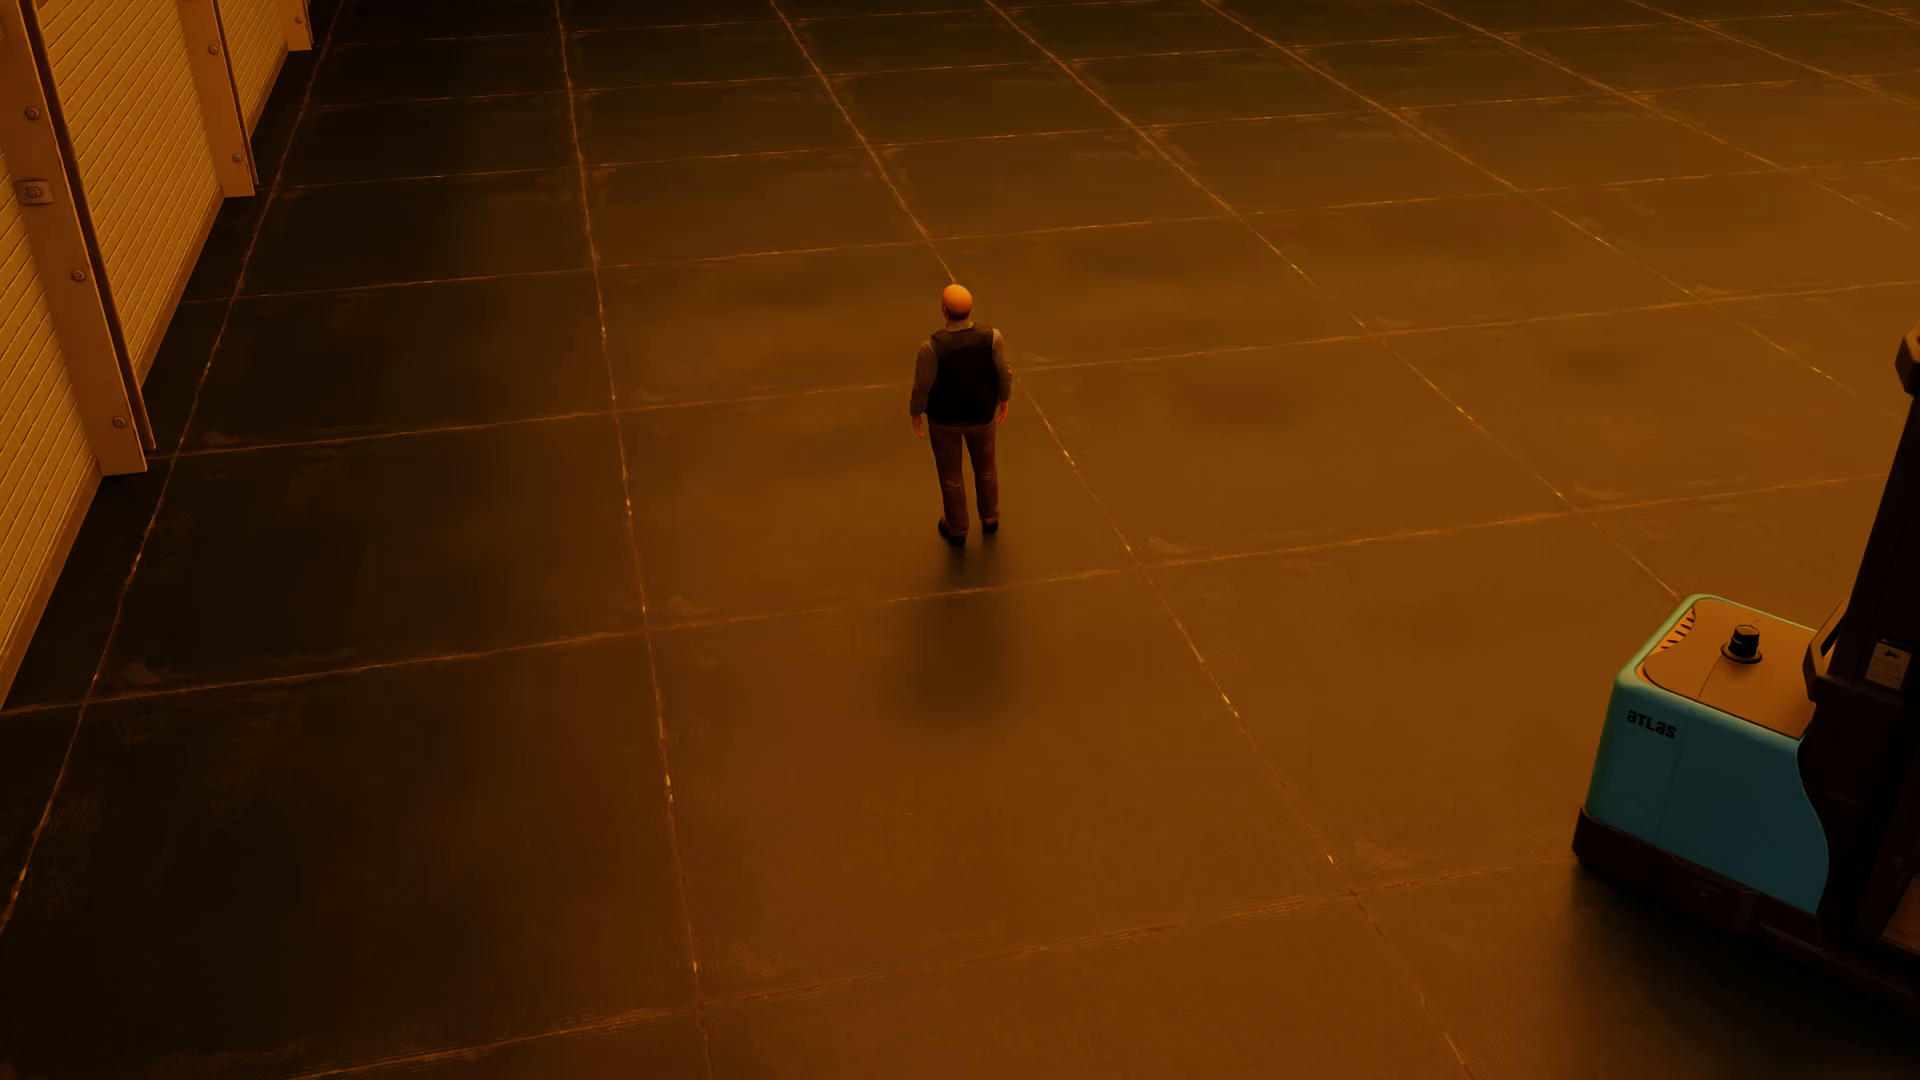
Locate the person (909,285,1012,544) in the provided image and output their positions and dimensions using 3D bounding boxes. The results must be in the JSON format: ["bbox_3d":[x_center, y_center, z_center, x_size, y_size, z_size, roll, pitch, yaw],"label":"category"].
[{"bbox_3d":[-0.006,-0.782,10.119,0.632,1.720,0.568,-7,31,-12],"label":"person"}]

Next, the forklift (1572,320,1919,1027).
[{"bbox_3d":[4.331,0.560,6.608,3.031,2.935,1.130,23,37,34],"label":"forklift"}]
